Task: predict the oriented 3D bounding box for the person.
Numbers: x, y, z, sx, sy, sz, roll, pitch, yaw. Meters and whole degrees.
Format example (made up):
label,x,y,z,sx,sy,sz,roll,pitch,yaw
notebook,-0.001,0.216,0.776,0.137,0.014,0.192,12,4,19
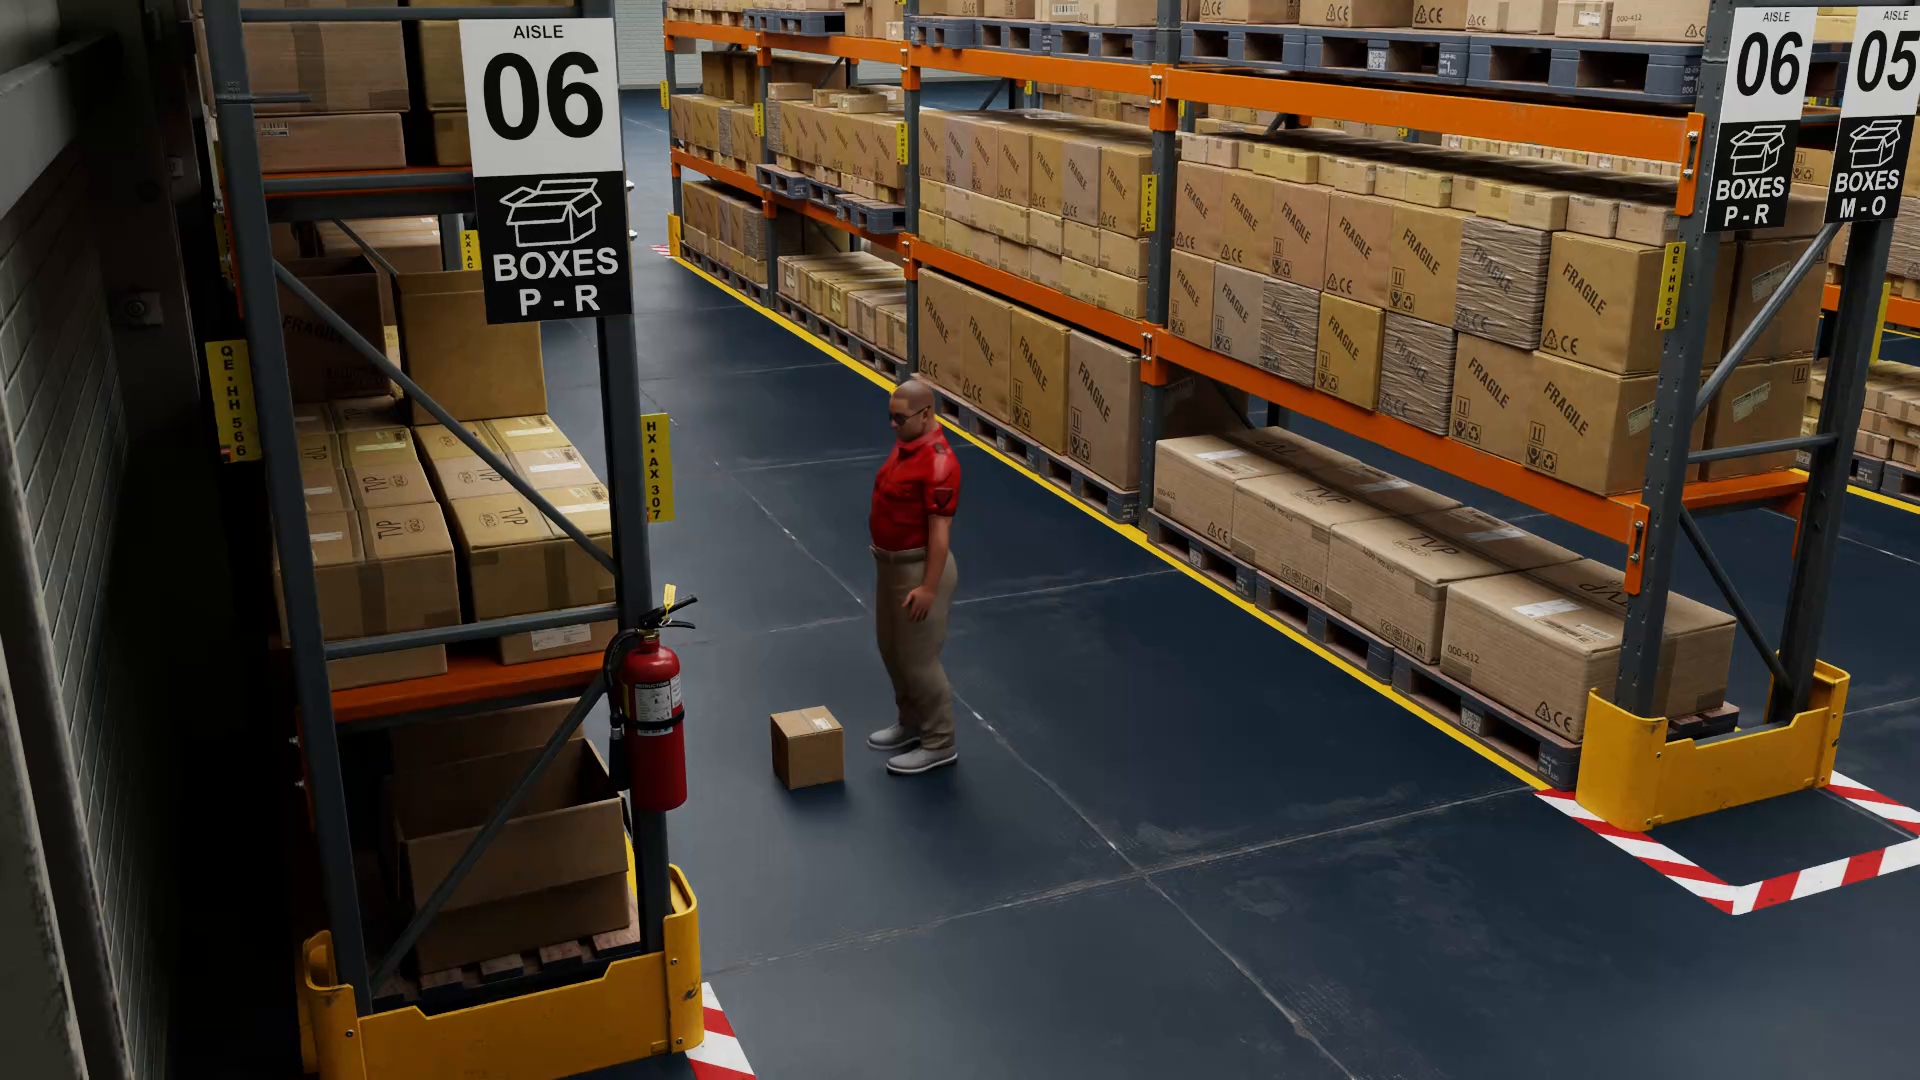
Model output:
label,x,y,z,sx,sy,sz,roll,pitch,yaw
person,-0.203,0.156,7.154,0.358,1.724,0.530,-7,20,-21
